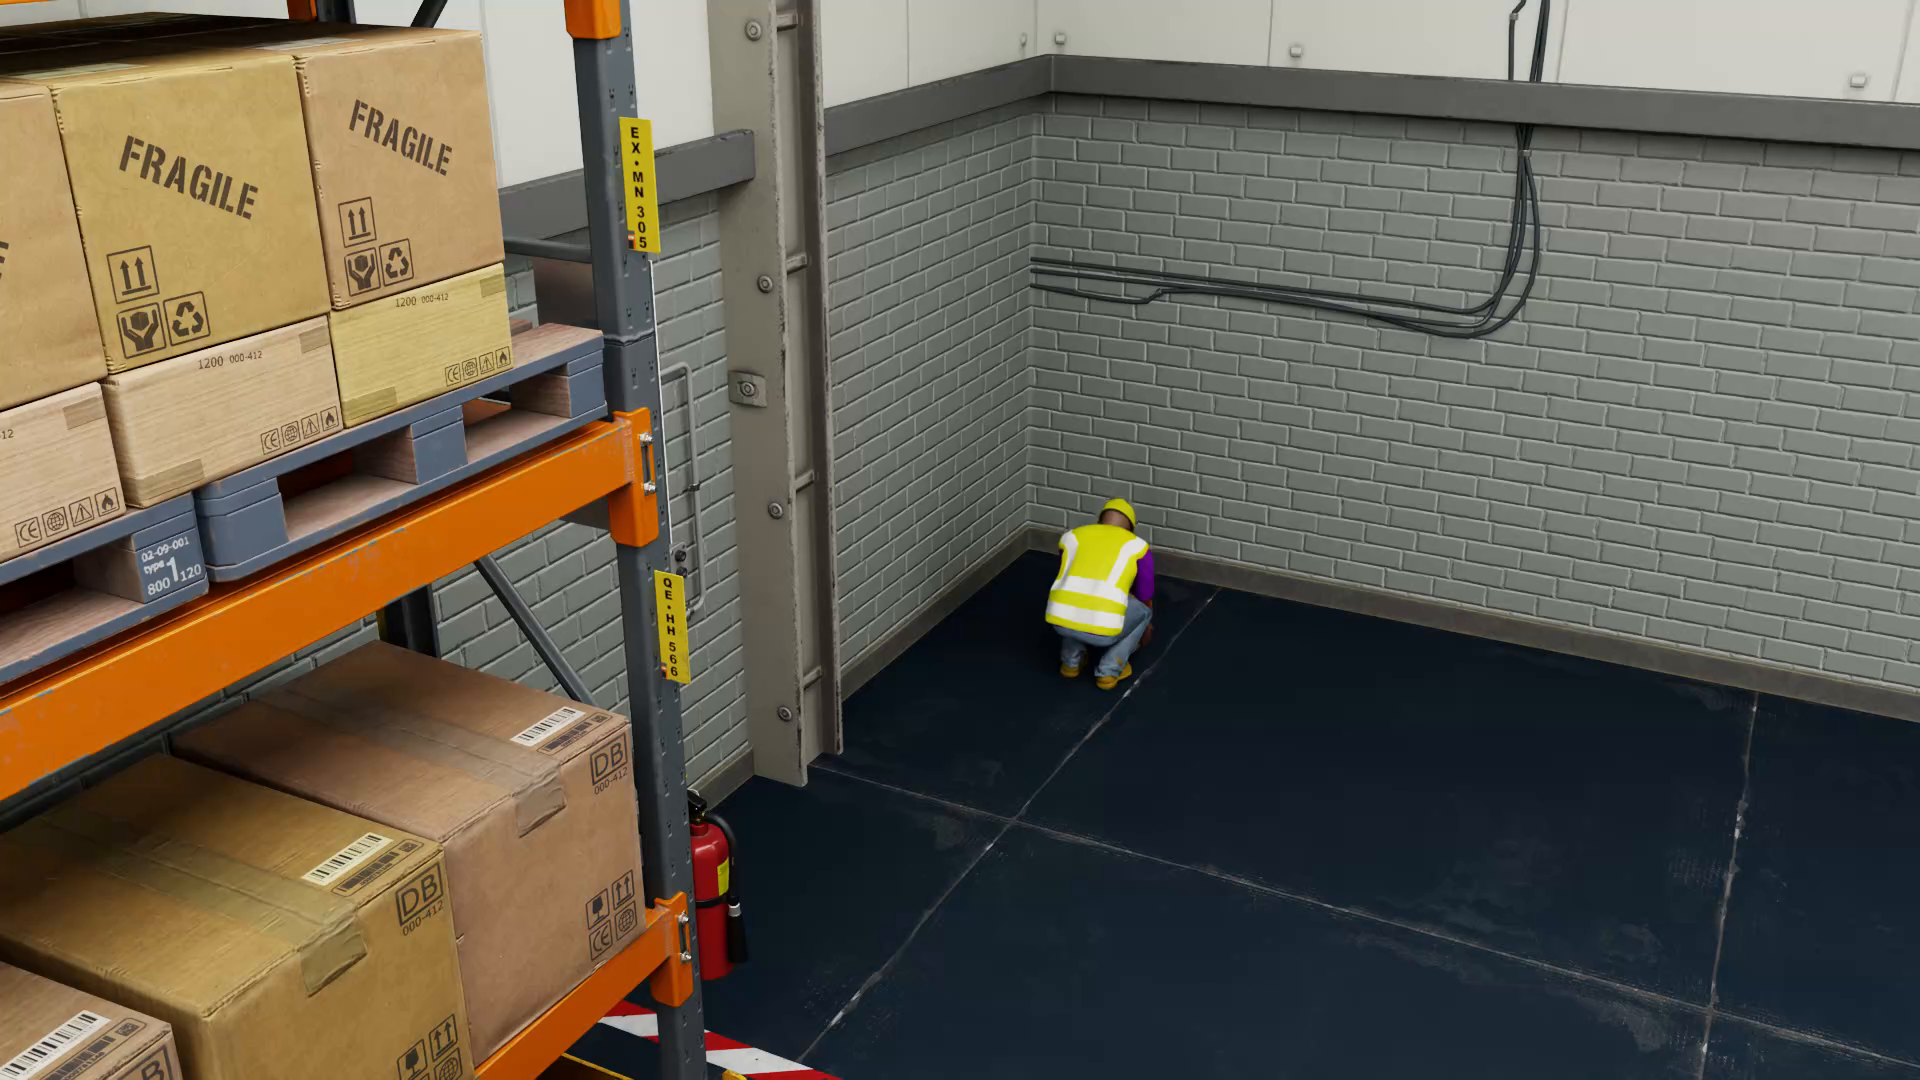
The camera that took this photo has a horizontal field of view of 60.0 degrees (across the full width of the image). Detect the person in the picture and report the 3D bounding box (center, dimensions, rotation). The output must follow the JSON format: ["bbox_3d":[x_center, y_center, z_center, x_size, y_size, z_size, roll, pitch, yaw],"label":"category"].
[{"bbox_3d":[0.755,0.311,9.080,0.558,0.894,0.905,11,25,25],"label":"person"}]
